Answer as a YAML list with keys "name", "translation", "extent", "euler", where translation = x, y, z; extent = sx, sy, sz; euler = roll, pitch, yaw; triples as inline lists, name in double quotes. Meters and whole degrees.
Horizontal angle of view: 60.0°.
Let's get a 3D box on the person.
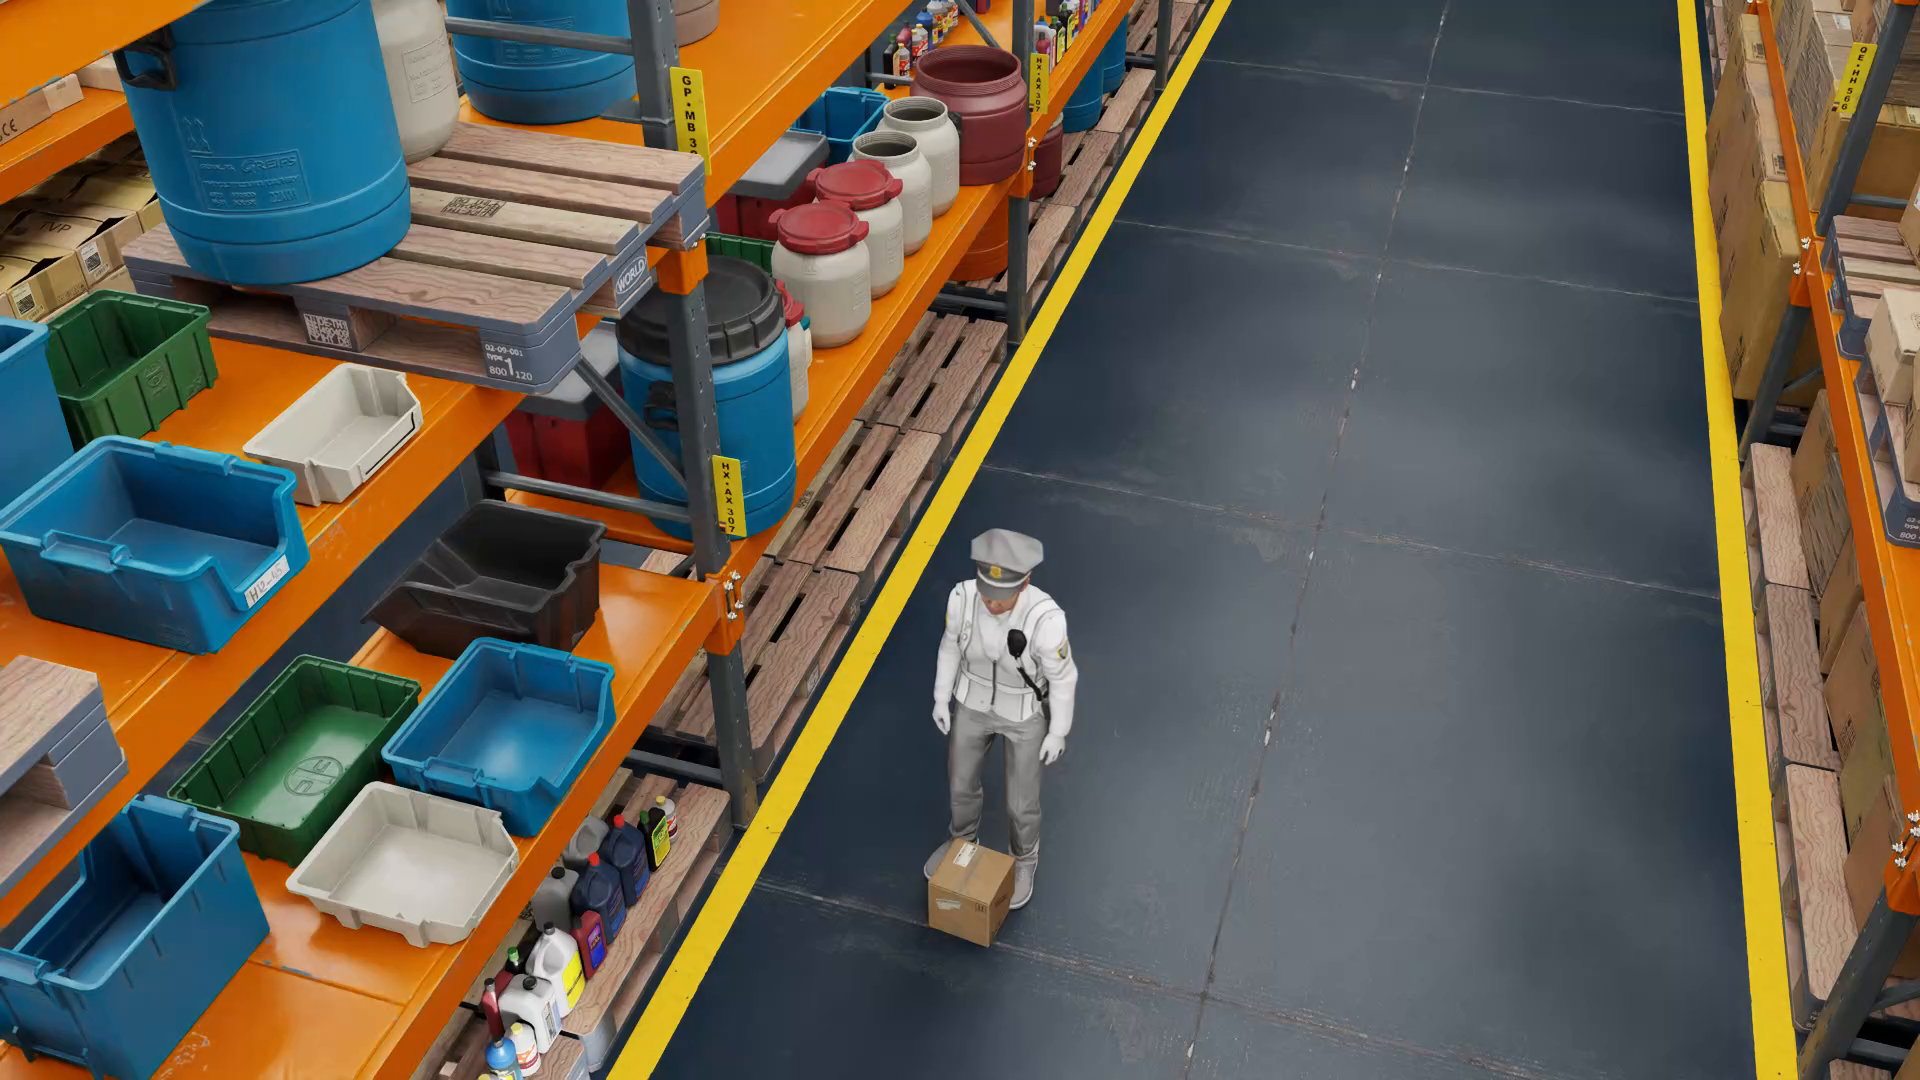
- name: "person"
  translation: [0.148, 0.639, 6.048]
  extent: [0.535, 1.662, 0.374]
  euler: [14, 40, 18]
